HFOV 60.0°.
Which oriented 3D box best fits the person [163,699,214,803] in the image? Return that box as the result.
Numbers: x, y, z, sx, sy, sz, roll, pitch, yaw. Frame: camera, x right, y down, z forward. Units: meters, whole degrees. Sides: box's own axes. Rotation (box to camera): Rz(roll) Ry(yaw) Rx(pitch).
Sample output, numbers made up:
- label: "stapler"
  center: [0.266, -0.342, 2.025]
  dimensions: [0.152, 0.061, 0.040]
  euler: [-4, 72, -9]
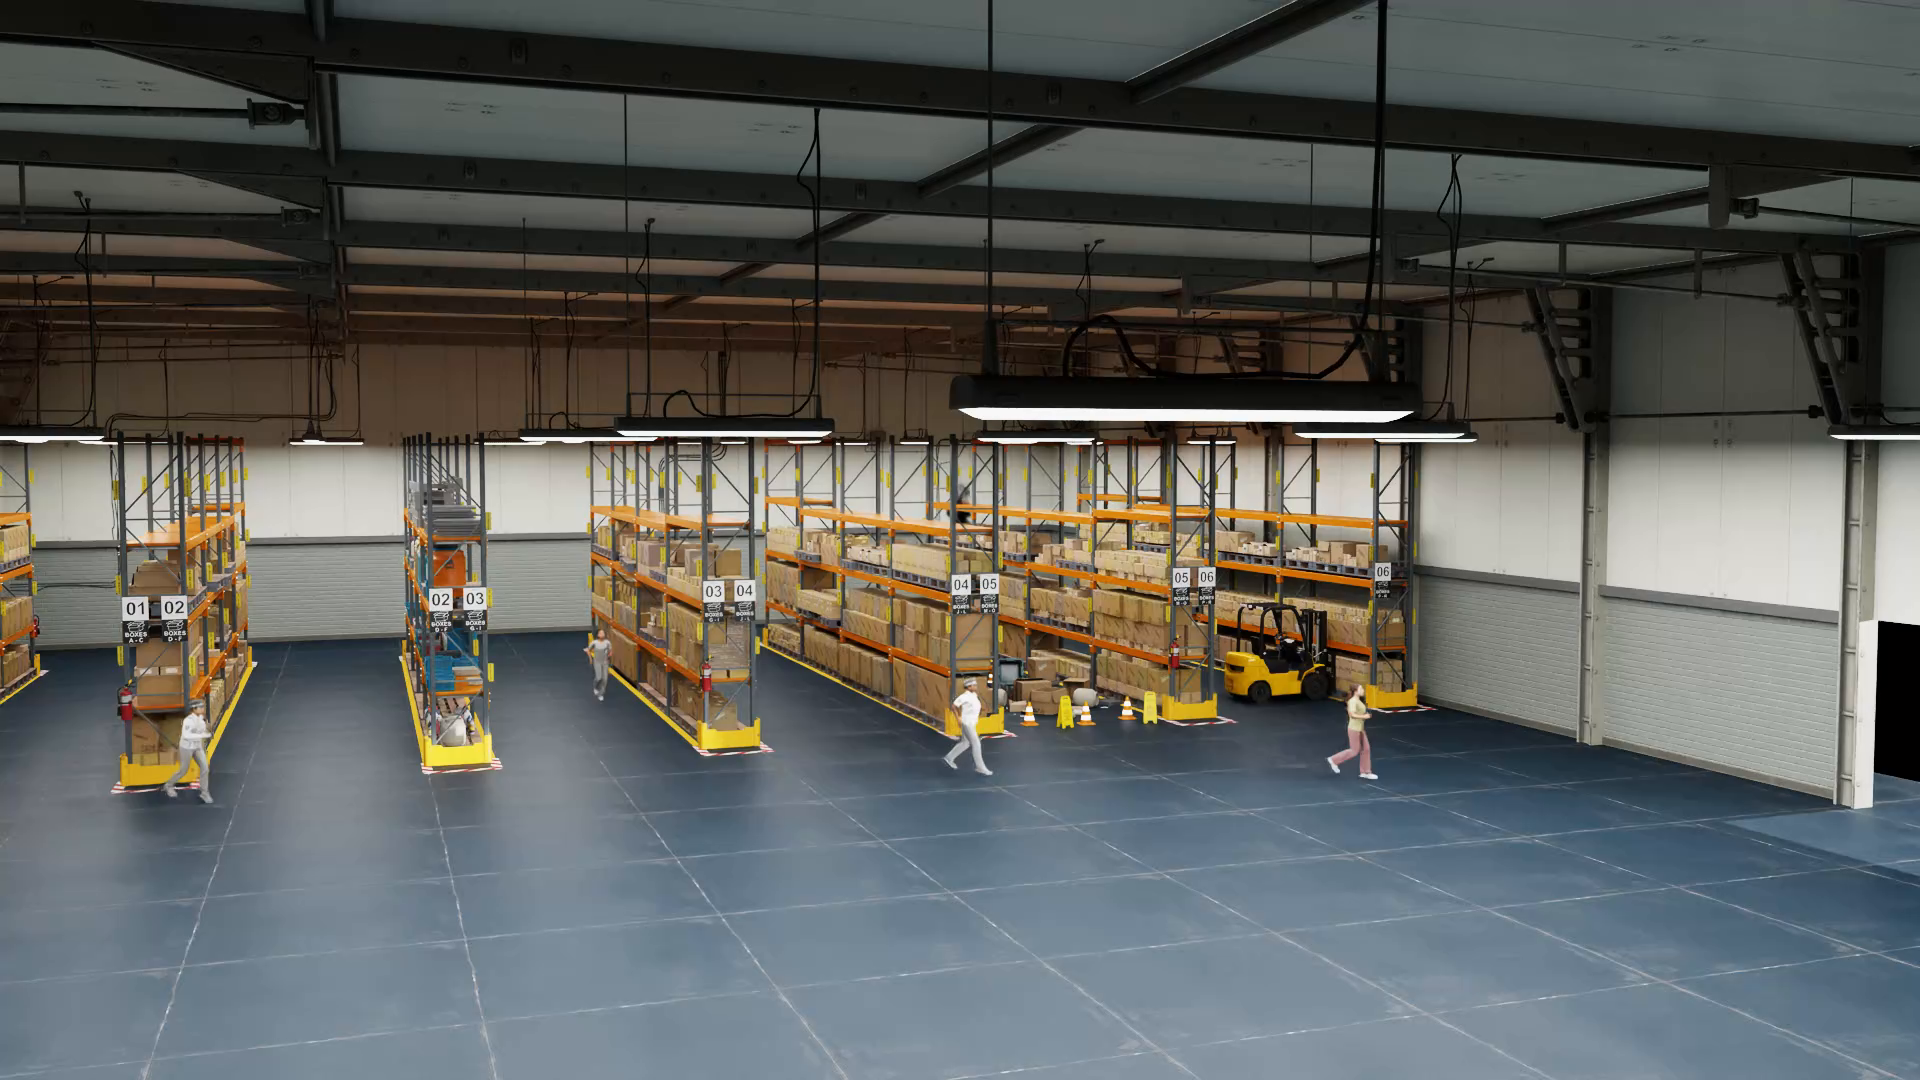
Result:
- label: "person"
  center: [-12.485, 3.418, 26.911]
  dimensions: [0.904, 1.730, 0.639]
  euler: [1, 3, 9]

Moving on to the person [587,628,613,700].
- label: "person"
  center: [-8.128, 2.821, 37.668]
  dimensions: [0.557, 1.630, 0.553]
  euler: [-1, 3, -23]

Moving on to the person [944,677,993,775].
- label: "person"
  center: [0.139, 3.236, 29.108]
  dimensions: [0.924, 1.696, 0.568]
  euler: [1, 3, 20]

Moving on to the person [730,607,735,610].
- label: "person"
  center: [-6.593, 2.181, 48.035]
  dimensions: [0.663, 1.783, 0.804]
  euler: [1, 3, 16]

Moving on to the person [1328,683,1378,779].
- label: "person"
  center: [6.808, 3.287, 28.746]
  dimensions: [0.856, 1.648, 0.592]
  euler: [1, 3, 24]
